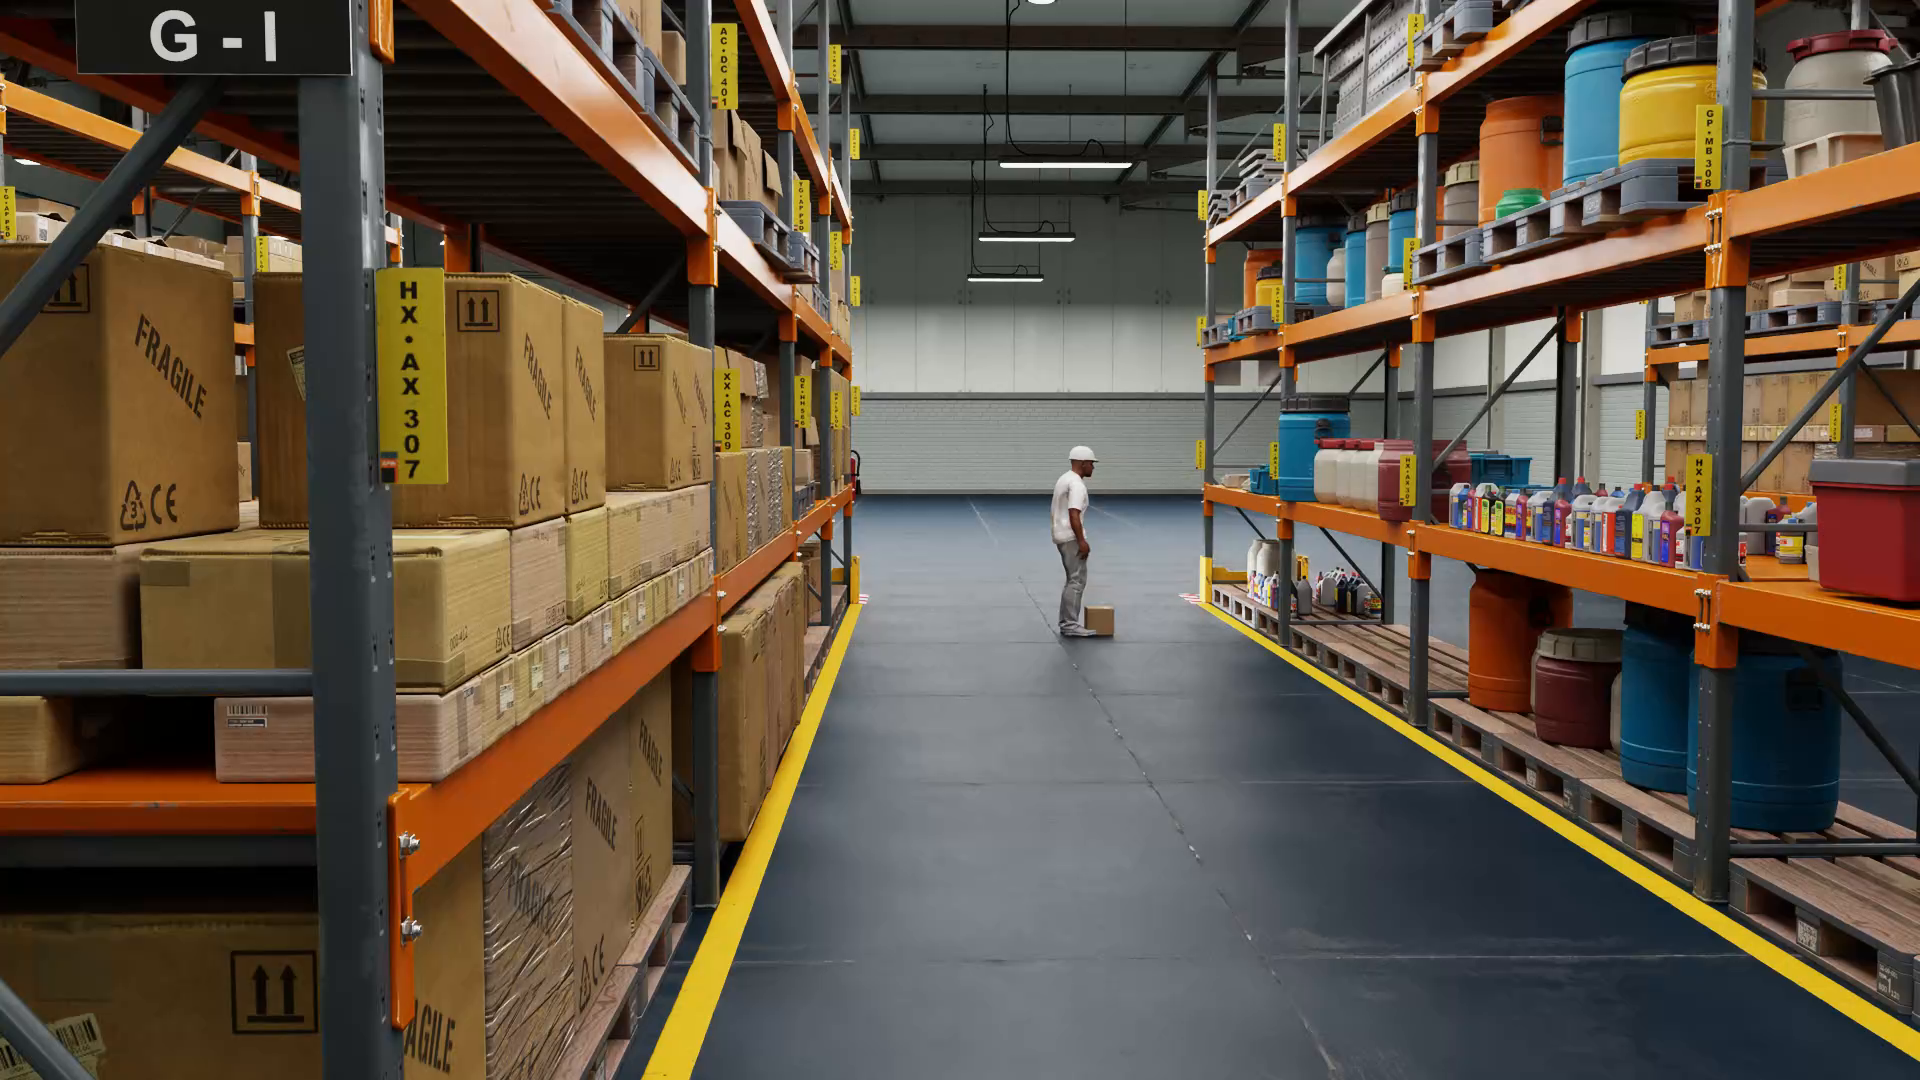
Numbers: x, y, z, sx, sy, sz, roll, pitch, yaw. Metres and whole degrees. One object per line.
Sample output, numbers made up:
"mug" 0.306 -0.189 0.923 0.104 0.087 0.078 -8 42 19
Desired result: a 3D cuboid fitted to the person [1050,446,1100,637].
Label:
"person" 1.080 0.003 15.551 0.454 1.761 0.637 0 4 -4
